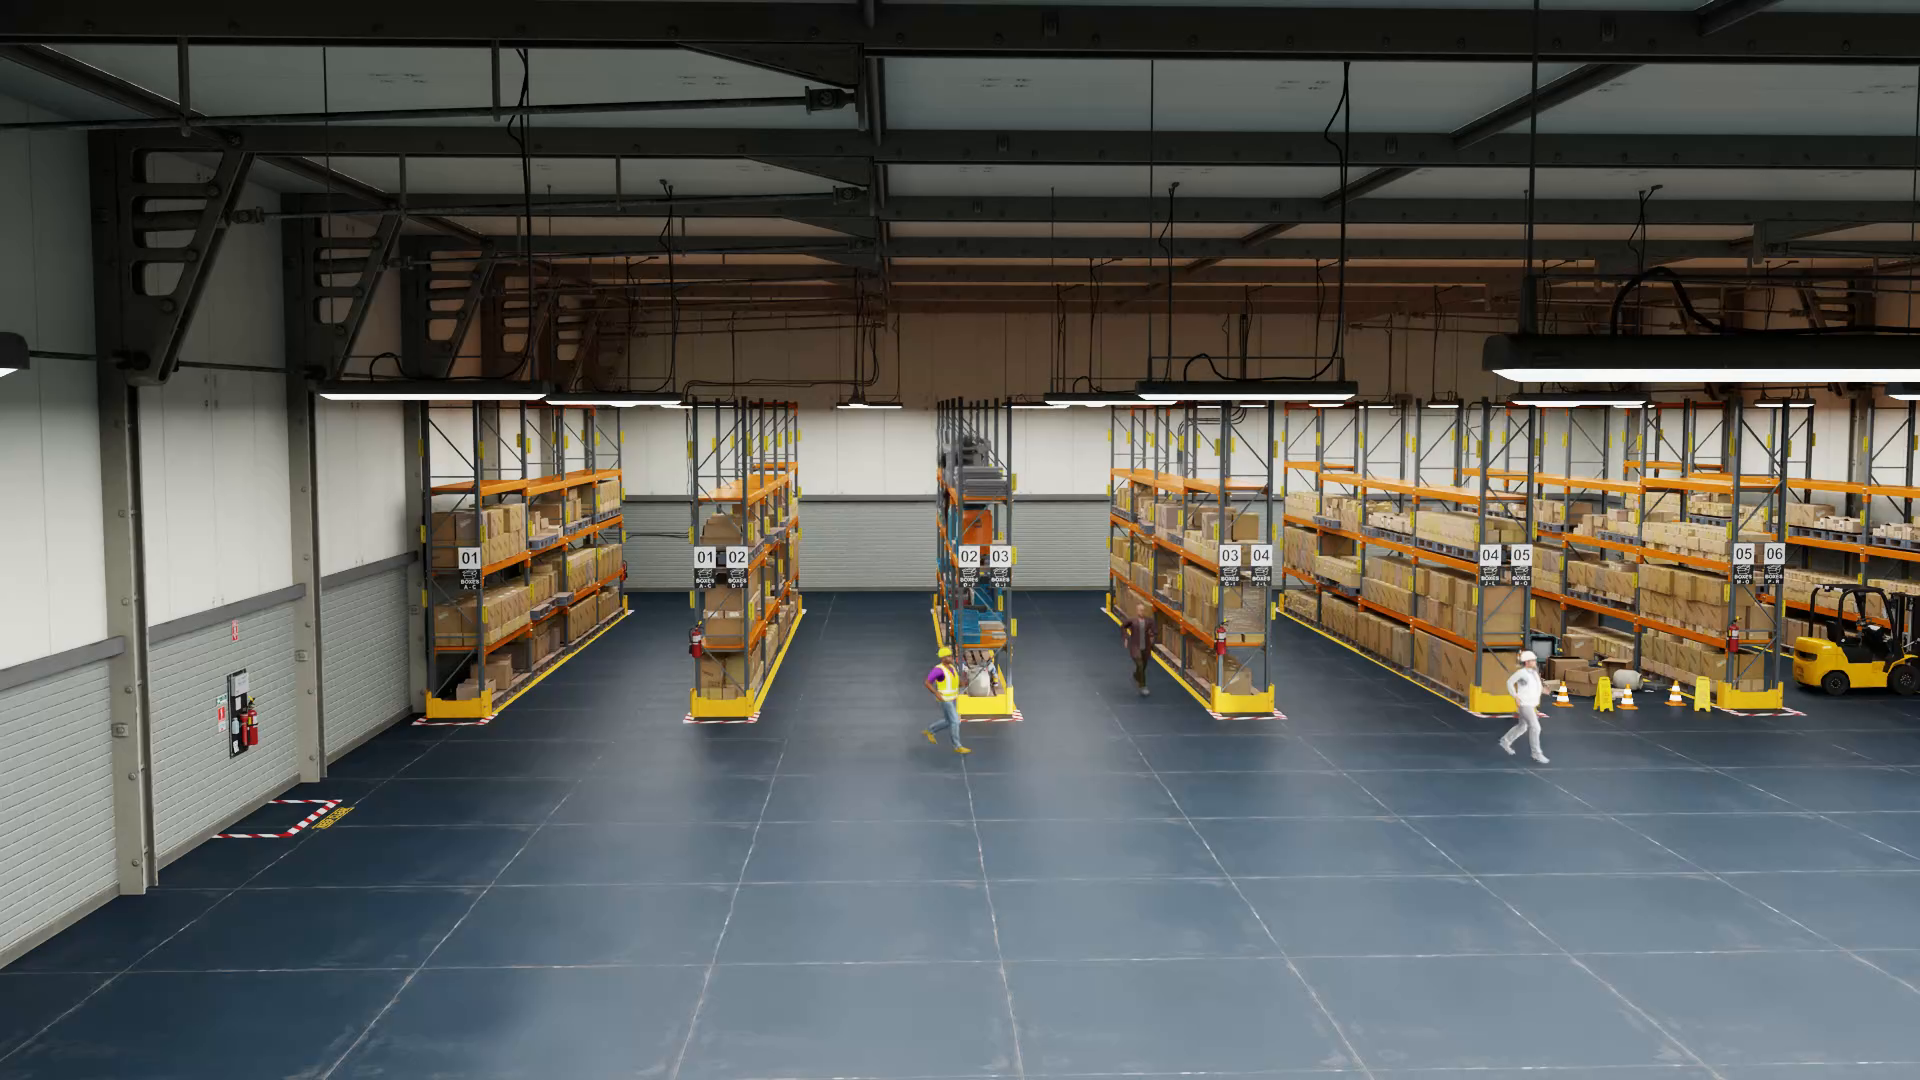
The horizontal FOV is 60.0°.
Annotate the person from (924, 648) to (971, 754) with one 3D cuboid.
[{"bbox_3d":[-0.228,2.680,27.919,0.954,1.748,0.701,2,5,27],"label":"person"}]

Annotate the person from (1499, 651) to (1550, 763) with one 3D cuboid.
[{"bbox_3d":[9.317,2.716,27.376,0.879,1.792,0.653,3,6,37],"label":"person"}]

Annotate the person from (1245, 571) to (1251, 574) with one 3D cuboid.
[{"bbox_3d":[7.998,1.297,45.985,0.620,1.690,0.961,0,4,2],"label":"person"}]

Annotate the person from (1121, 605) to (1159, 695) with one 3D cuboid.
[{"bbox_3d":[3.667,2.188,33.808,0.698,1.770,1.065,-1,5,-13],"label":"person"}]
